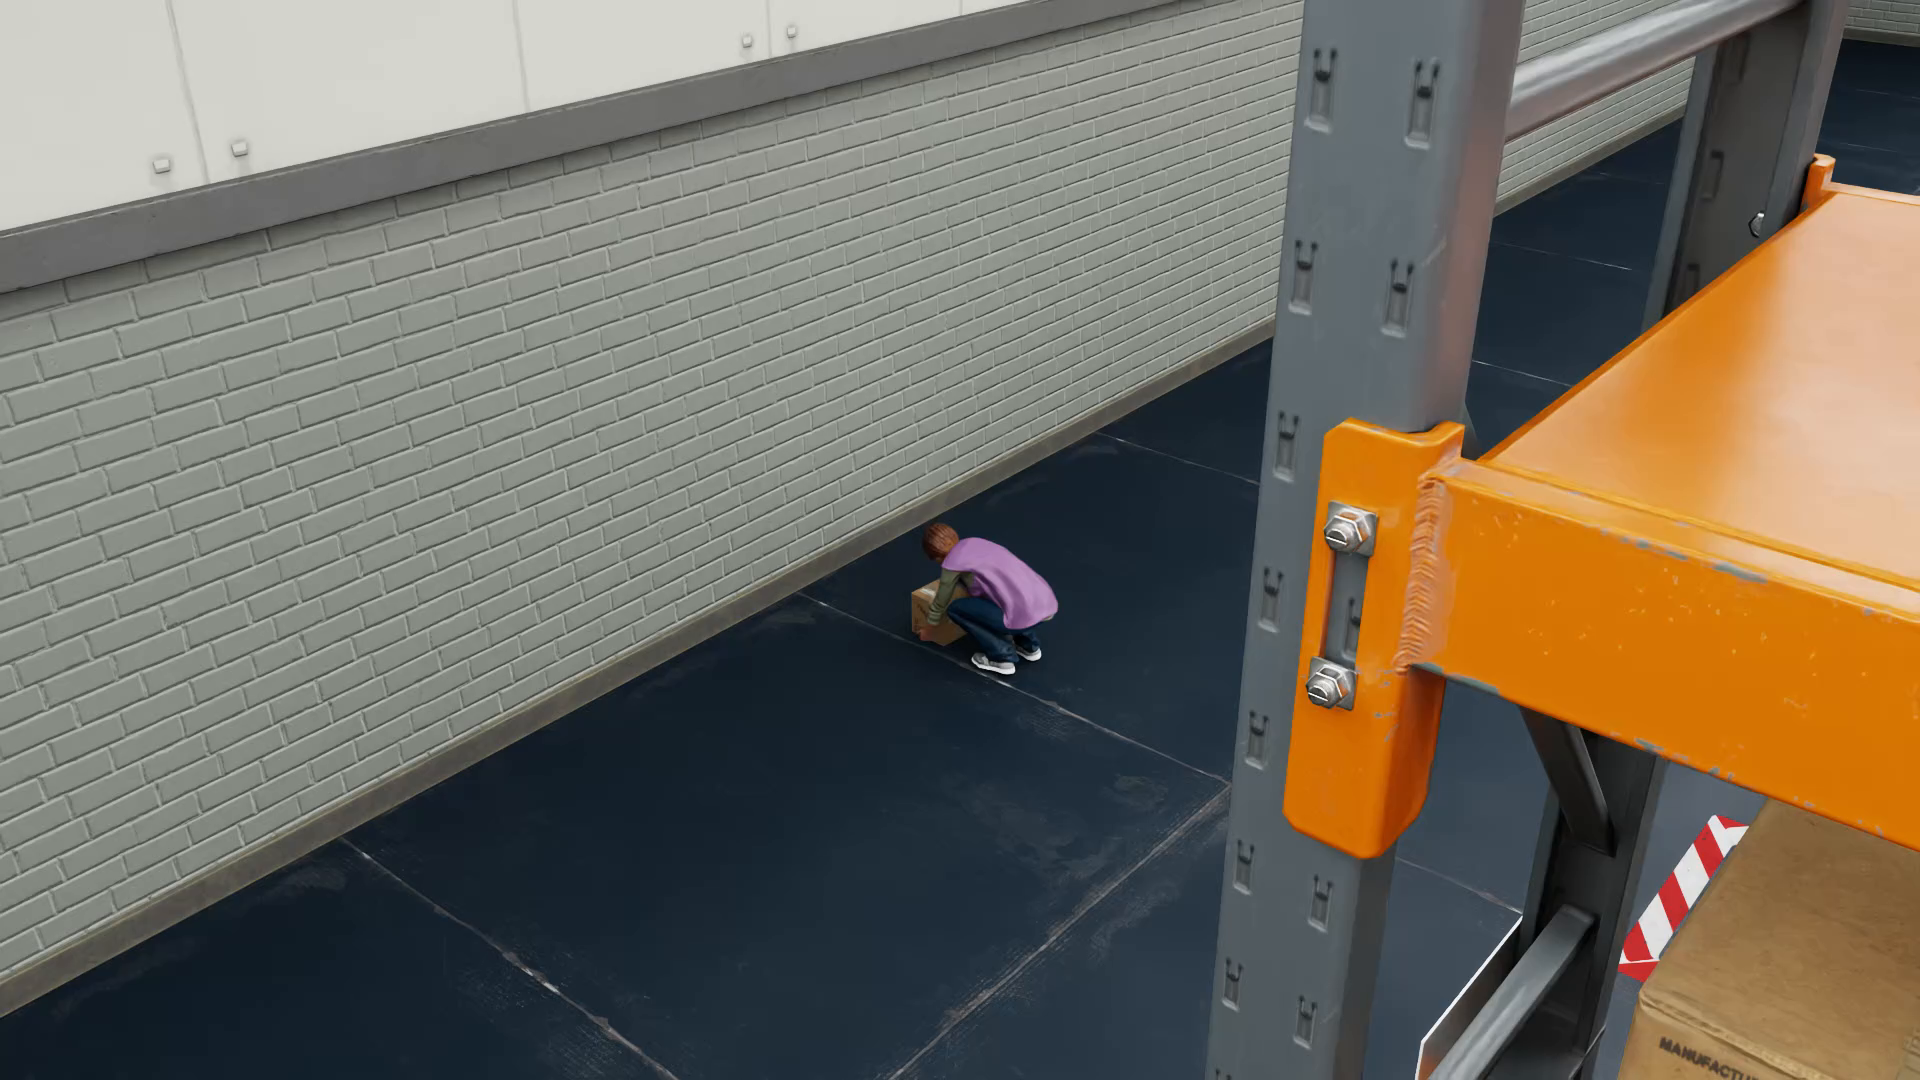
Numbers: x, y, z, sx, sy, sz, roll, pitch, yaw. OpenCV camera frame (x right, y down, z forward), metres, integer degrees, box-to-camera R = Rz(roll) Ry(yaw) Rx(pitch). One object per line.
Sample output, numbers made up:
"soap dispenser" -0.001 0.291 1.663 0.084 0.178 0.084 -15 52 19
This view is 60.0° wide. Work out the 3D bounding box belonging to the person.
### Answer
"person" 0.145 0.337 9.028 0.831 0.754 0.435 23 36 37
